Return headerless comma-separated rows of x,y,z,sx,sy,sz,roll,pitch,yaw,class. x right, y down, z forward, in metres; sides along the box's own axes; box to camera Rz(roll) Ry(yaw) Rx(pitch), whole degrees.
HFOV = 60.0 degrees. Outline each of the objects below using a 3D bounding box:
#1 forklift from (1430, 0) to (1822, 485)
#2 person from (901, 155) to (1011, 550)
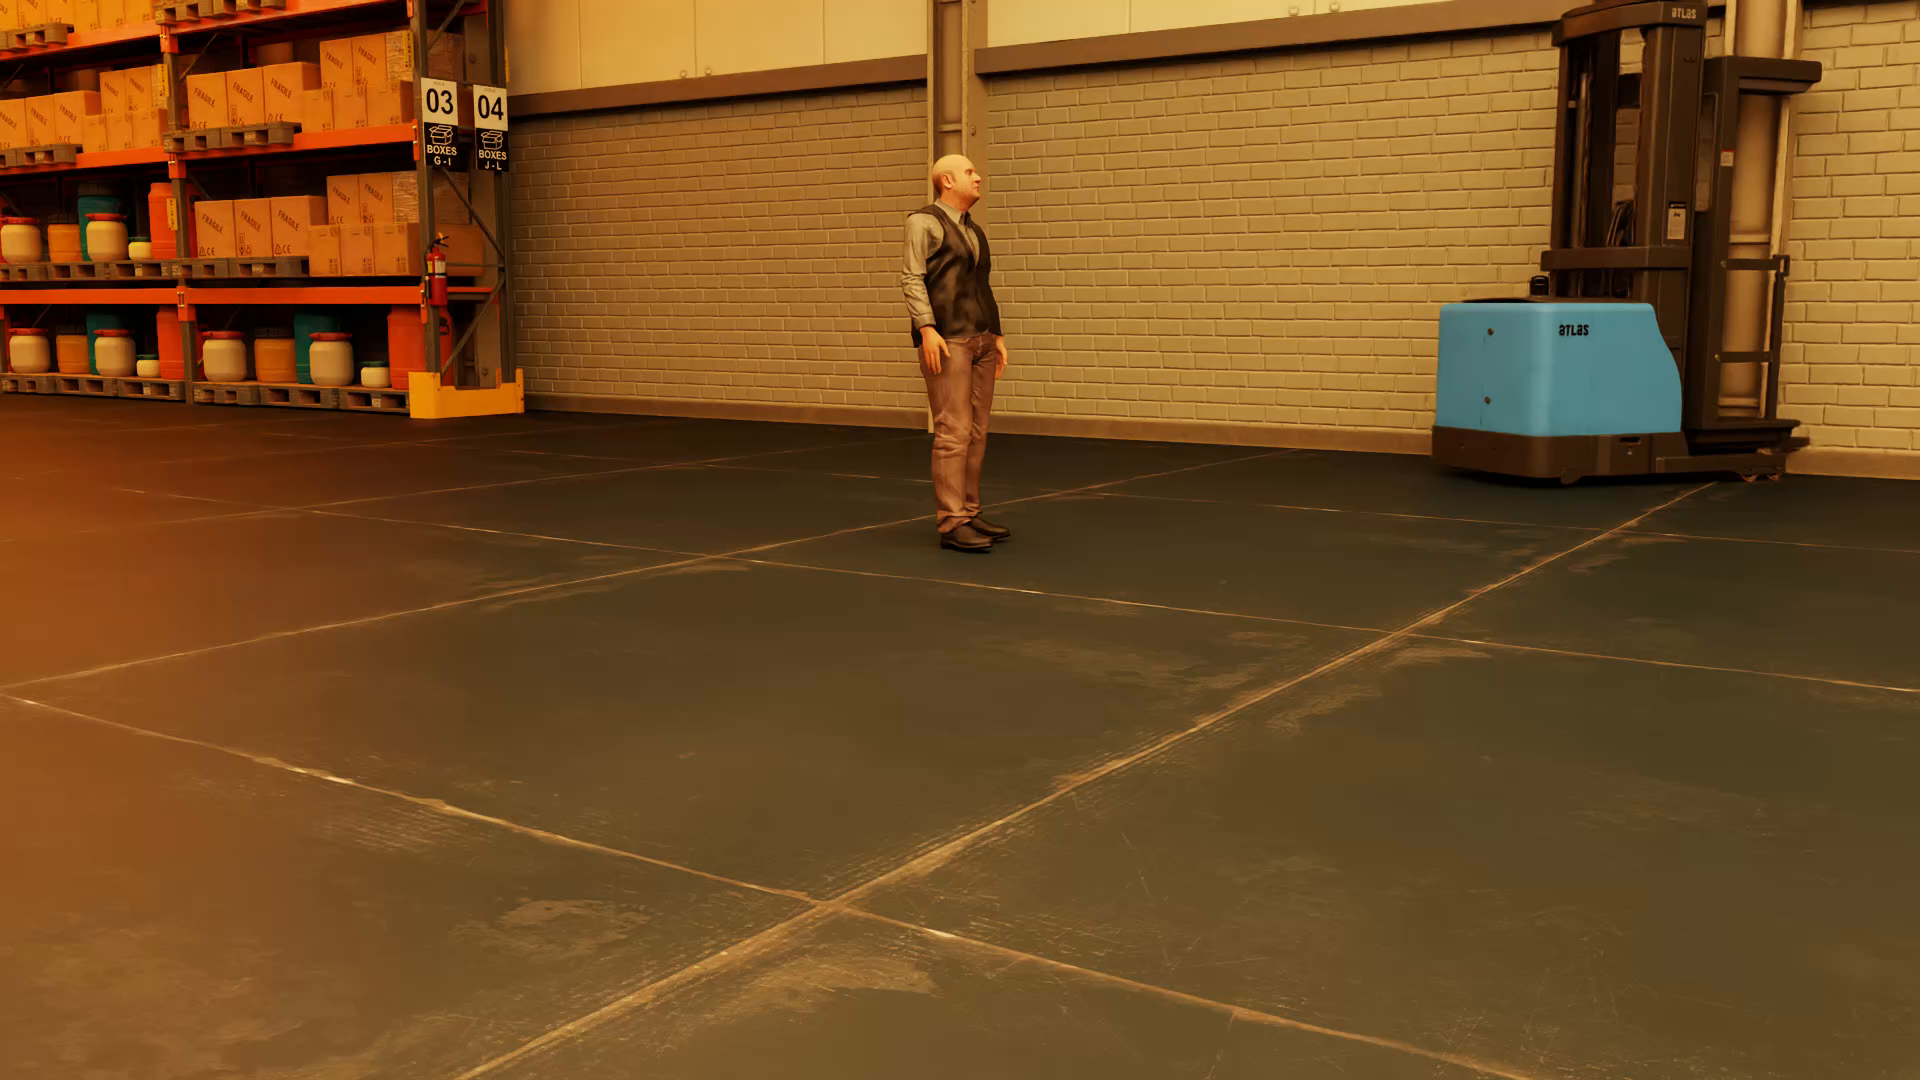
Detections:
4.539,-1.878,10.397,3.031,2.935,1.130,-3,9,-21,forklift
0.047,-0.854,7.440,0.568,1.720,0.632,5,10,34,person
